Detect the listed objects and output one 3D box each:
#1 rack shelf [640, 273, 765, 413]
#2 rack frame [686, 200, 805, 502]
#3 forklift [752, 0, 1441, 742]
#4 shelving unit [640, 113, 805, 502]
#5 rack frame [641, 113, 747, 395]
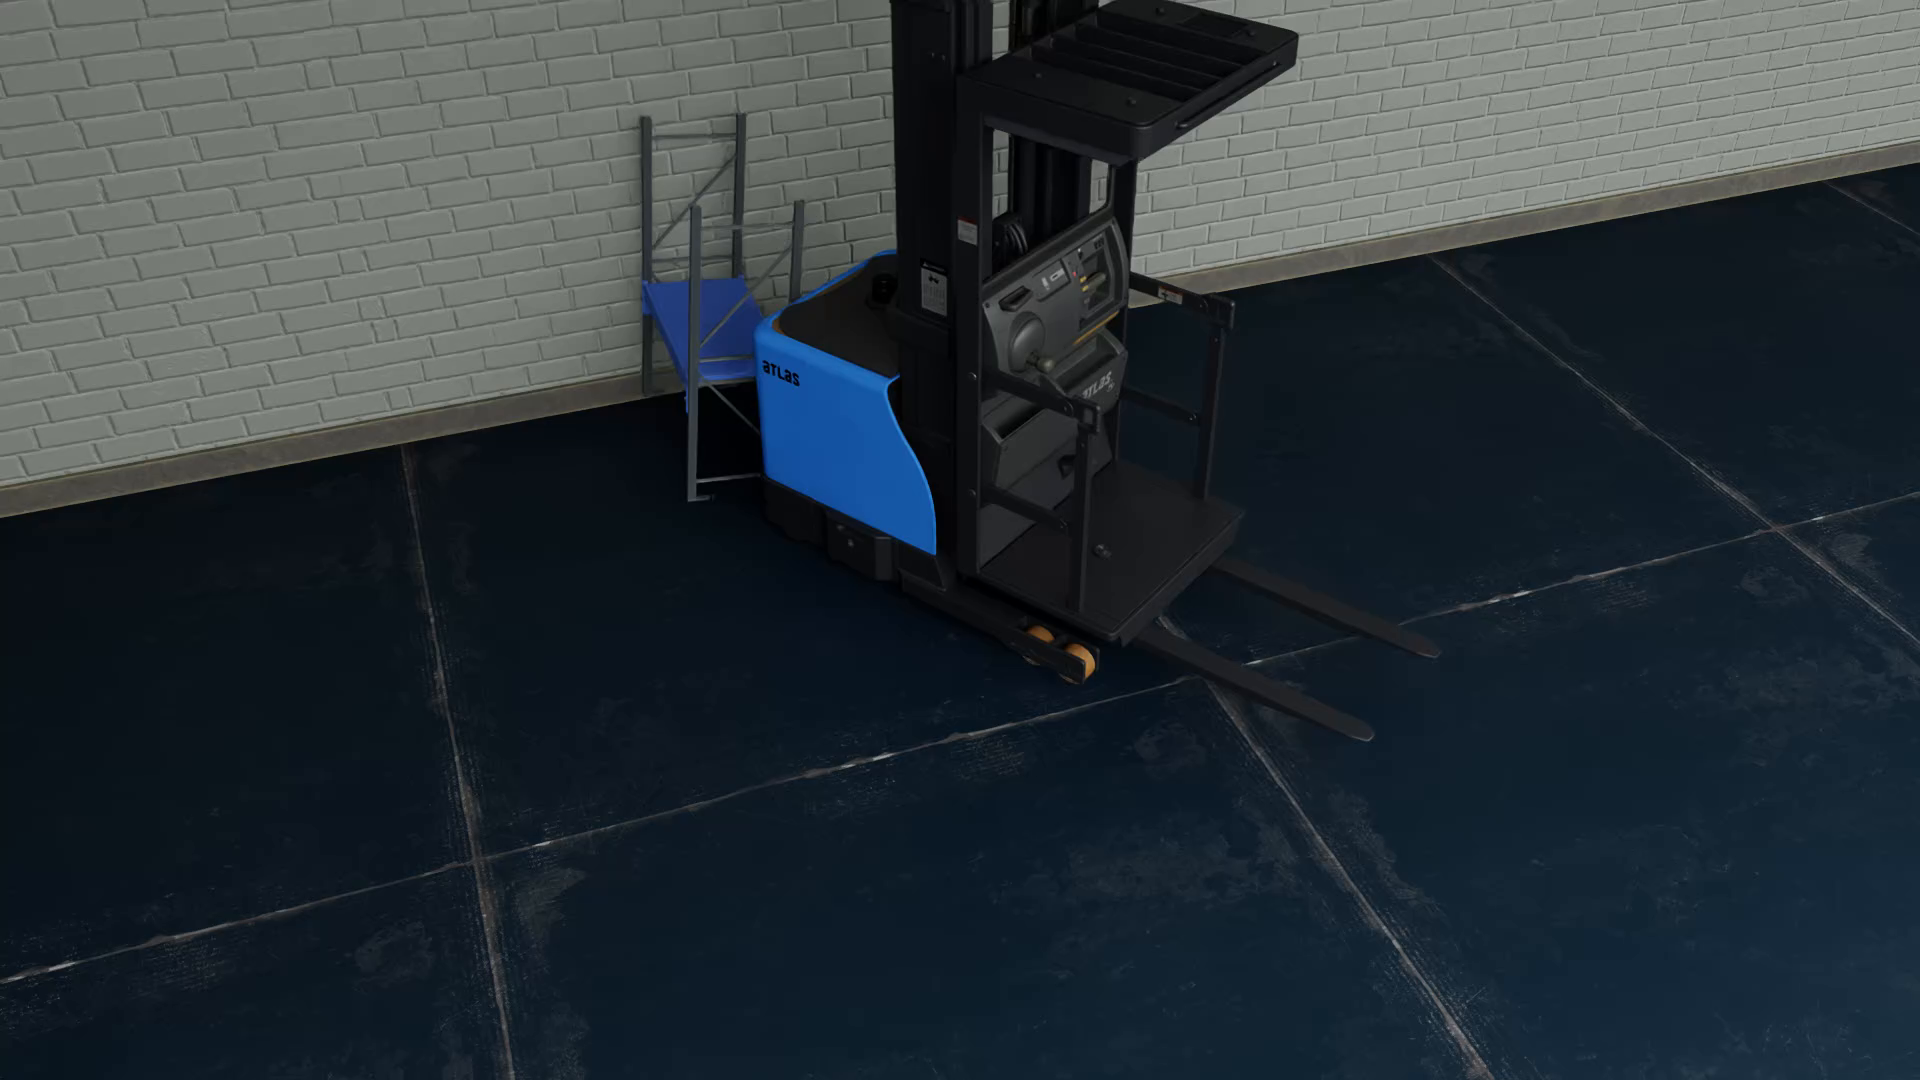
[{"bbox_3d":[-1.183,-0.970,8.050,0.538,0.185,1.000,-7,37,-20],"label":"rack shelf"},{"bbox_3d":[-0.988,-0.830,7.567,0.500,1.500,0.032,-7,37,-20],"label":"rack frame"},{"bbox_3d":[0.559,-0.934,6.554,3.031,2.935,1.130,25,43,29],"label":"forklift"},{"bbox_3d":[-1.164,-1.117,7.948,0.538,1.500,1.048,-7,37,-20],"label":"shelving unit"},{"bbox_3d":[-1.340,-1.404,8.329,0.500,1.500,0.032,-7,37,-20],"label":"rack frame"}]
